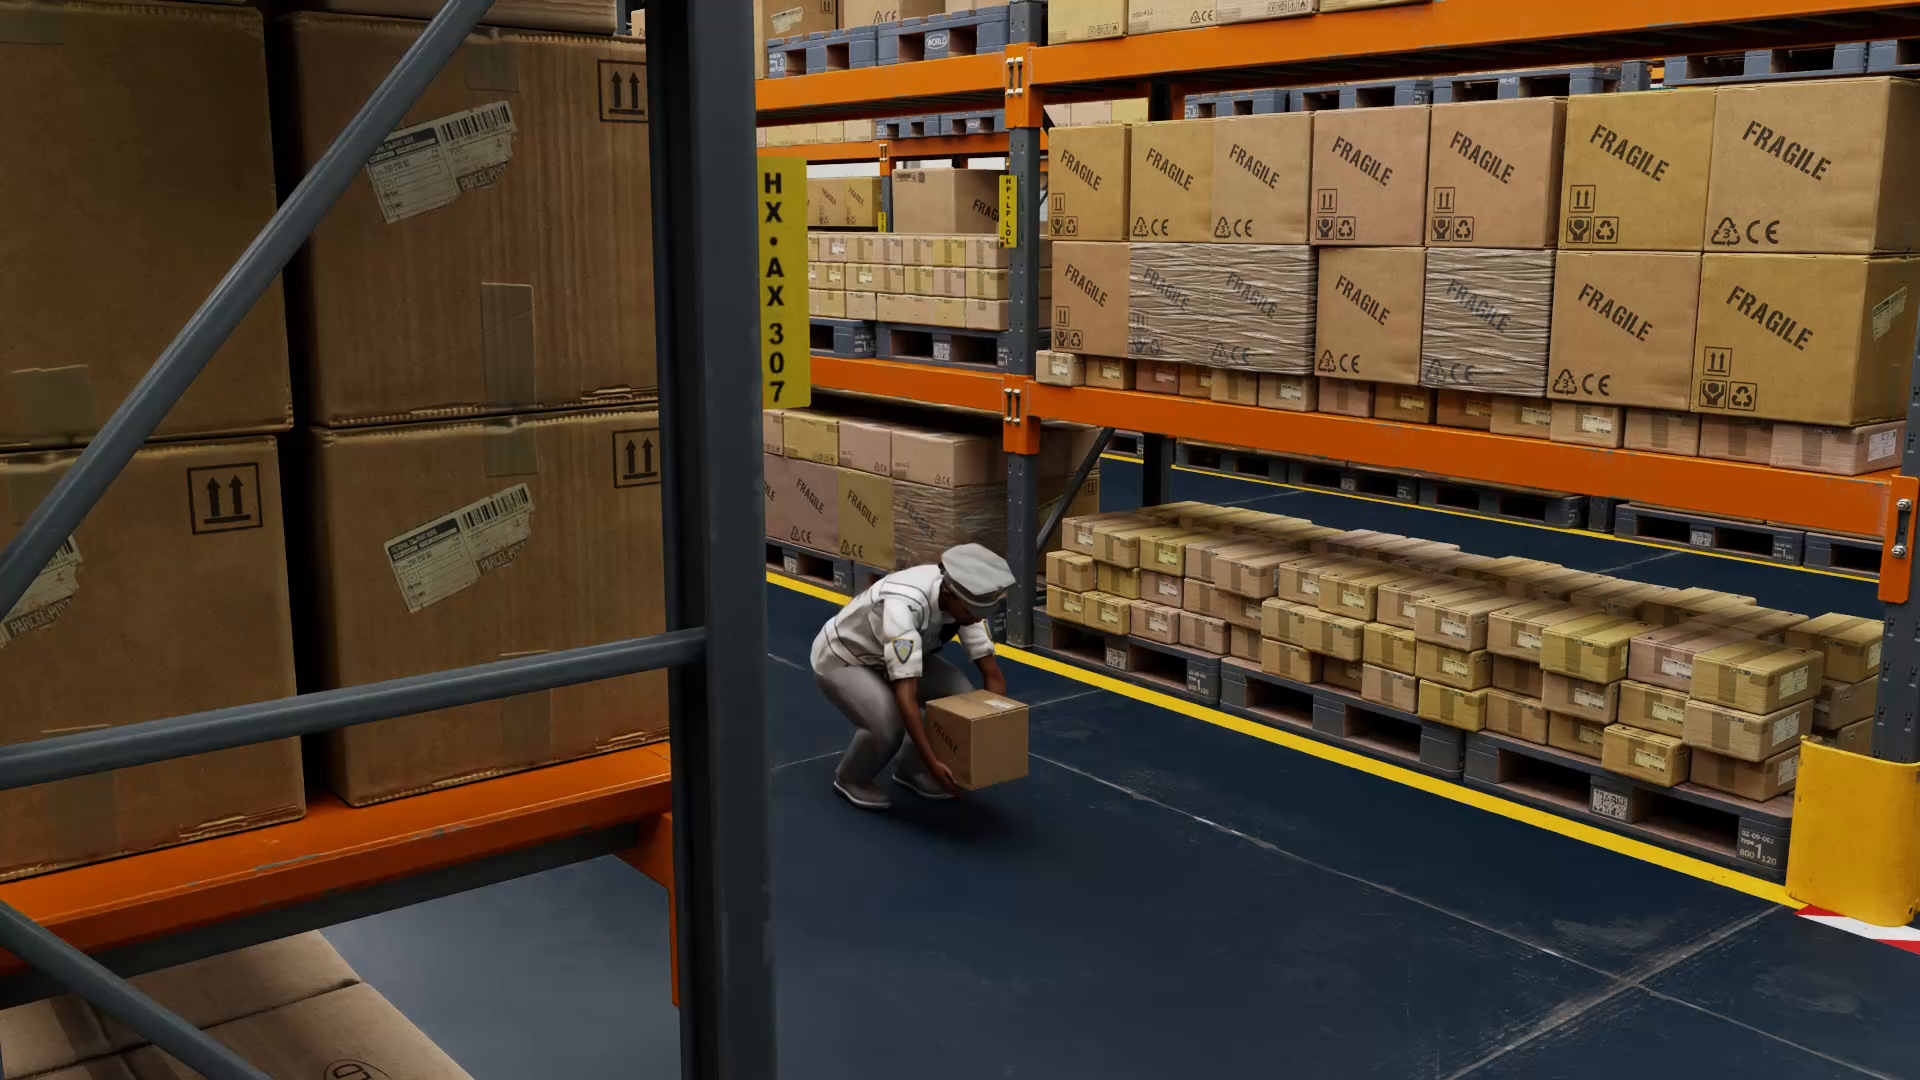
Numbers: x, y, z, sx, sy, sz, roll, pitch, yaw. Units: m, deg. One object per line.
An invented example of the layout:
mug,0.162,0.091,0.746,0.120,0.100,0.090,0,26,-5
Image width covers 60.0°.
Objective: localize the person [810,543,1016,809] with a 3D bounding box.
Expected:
person,-0.161,0.467,5.880,0.483,0.968,0.838,-9,14,-38
